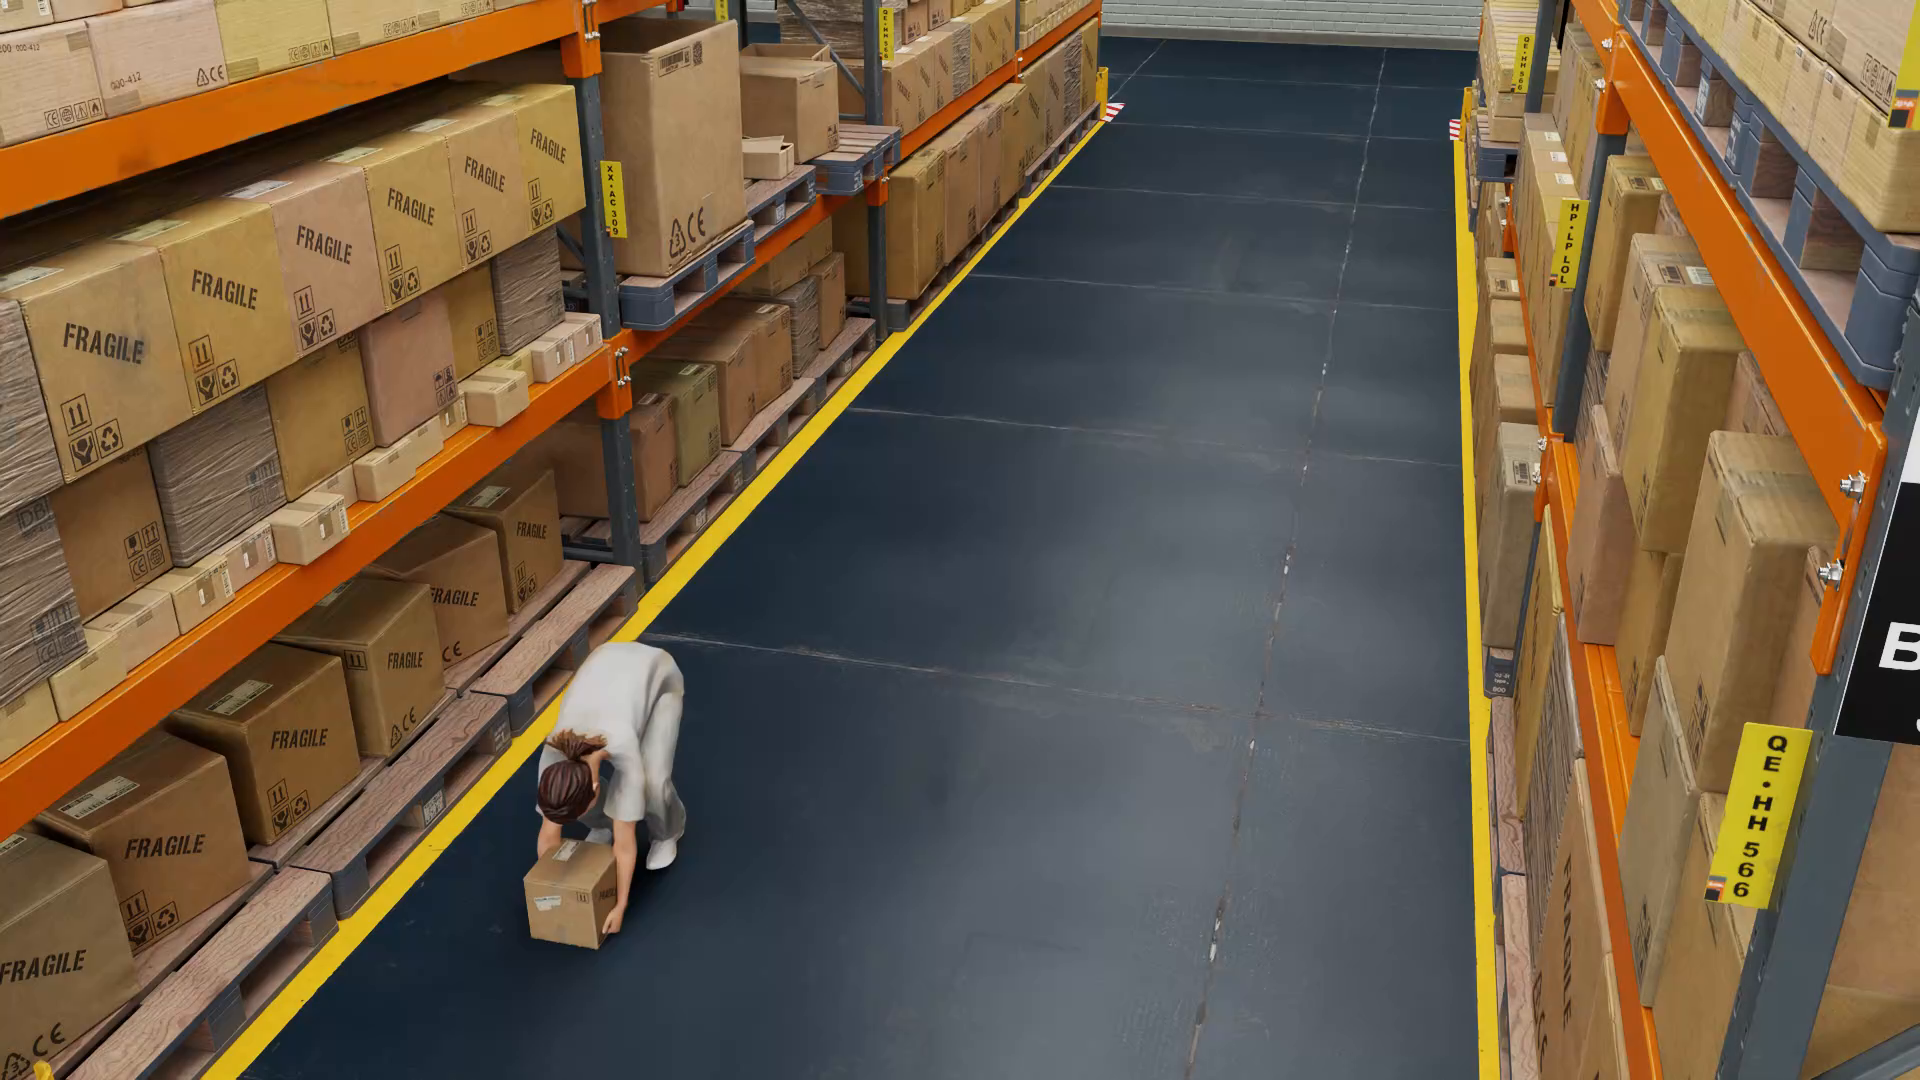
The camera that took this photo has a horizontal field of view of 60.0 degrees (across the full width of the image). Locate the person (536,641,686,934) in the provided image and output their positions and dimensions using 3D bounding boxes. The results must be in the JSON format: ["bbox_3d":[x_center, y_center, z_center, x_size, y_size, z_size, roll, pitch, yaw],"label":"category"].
[{"bbox_3d":[-1.235,0.852,5.877,0.474,0.808,0.863,5,26,11],"label":"person"}]
